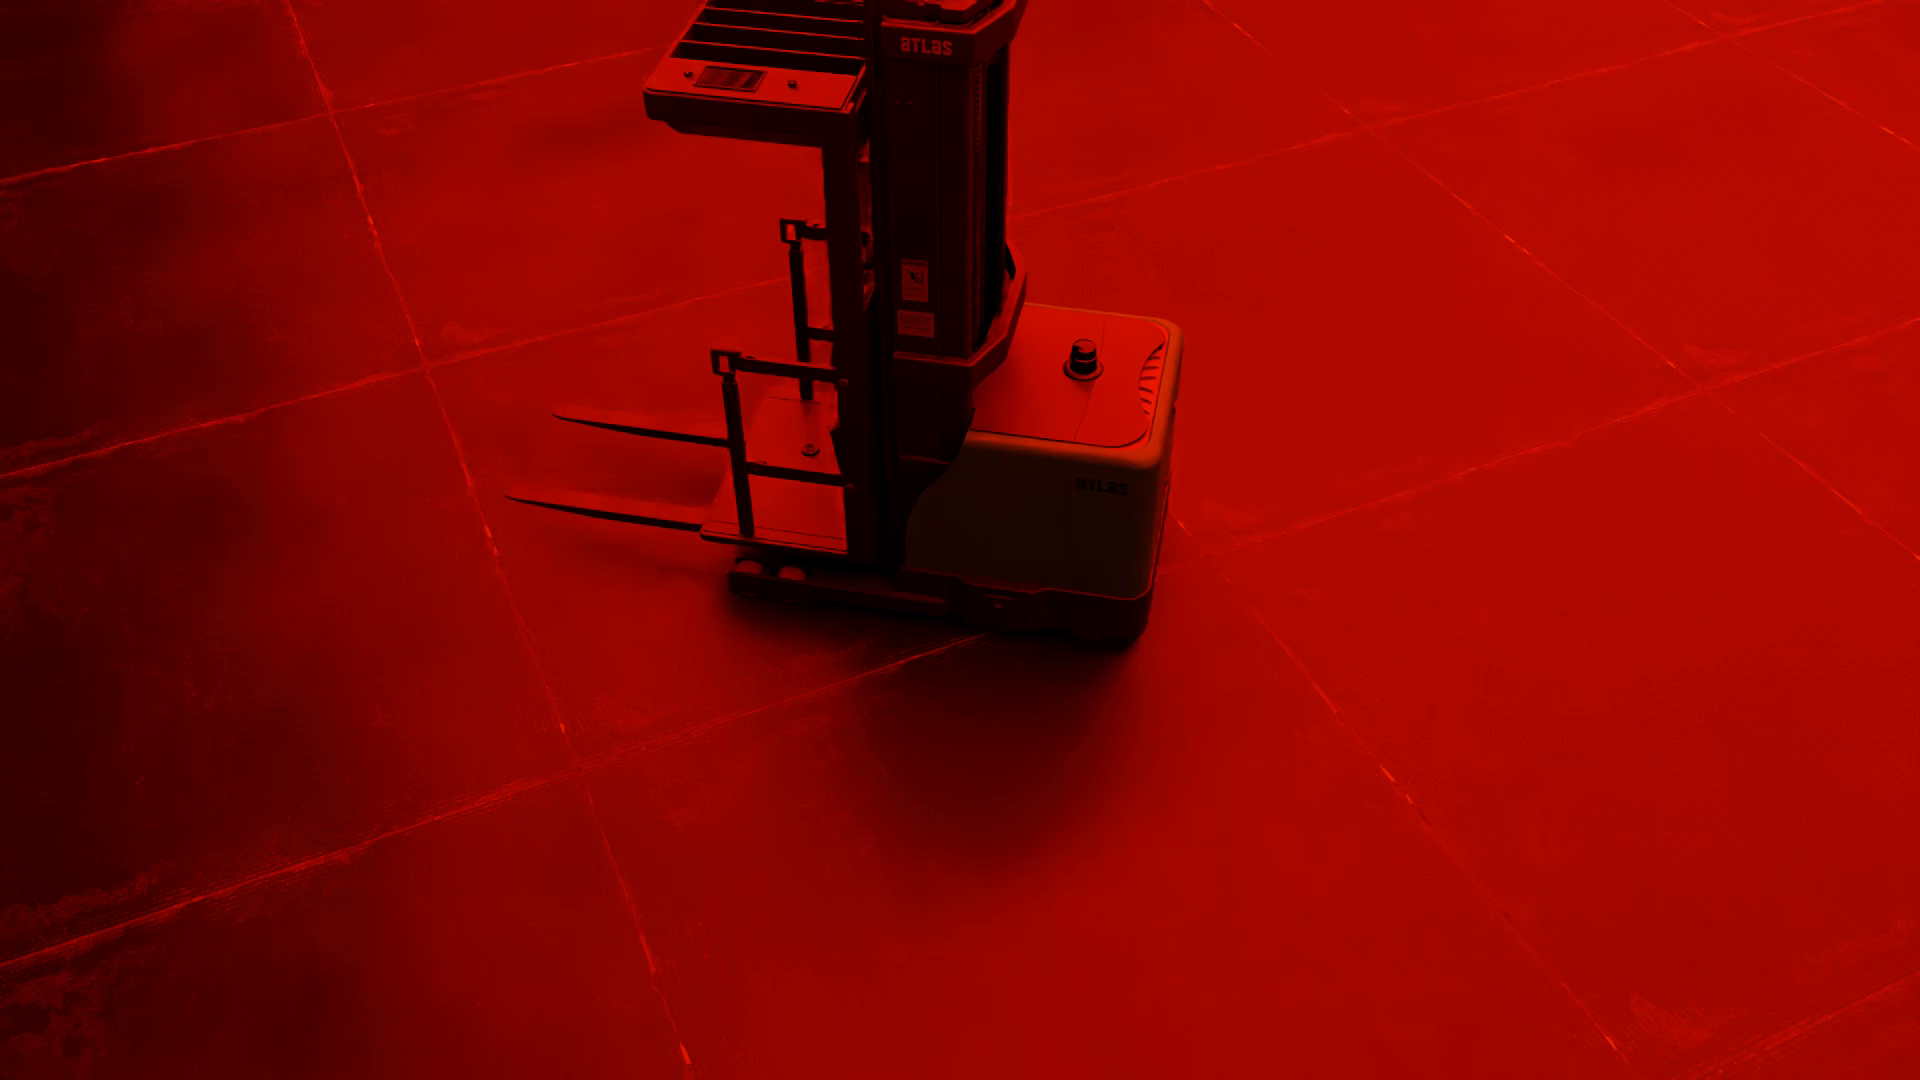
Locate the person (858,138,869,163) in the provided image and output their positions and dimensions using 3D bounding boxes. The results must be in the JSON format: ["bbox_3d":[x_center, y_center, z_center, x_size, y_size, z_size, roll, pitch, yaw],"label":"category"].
[{"bbox_3d":[-0.652,-3.024,9.833,0.547,1.677,0.543,-22,47,-22],"label":"person"}]

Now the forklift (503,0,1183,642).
[{"bbox_3d":[-0.579,-1.134,6.895,3.031,2.935,1.130,8,44,8],"label":"forklift"}]
